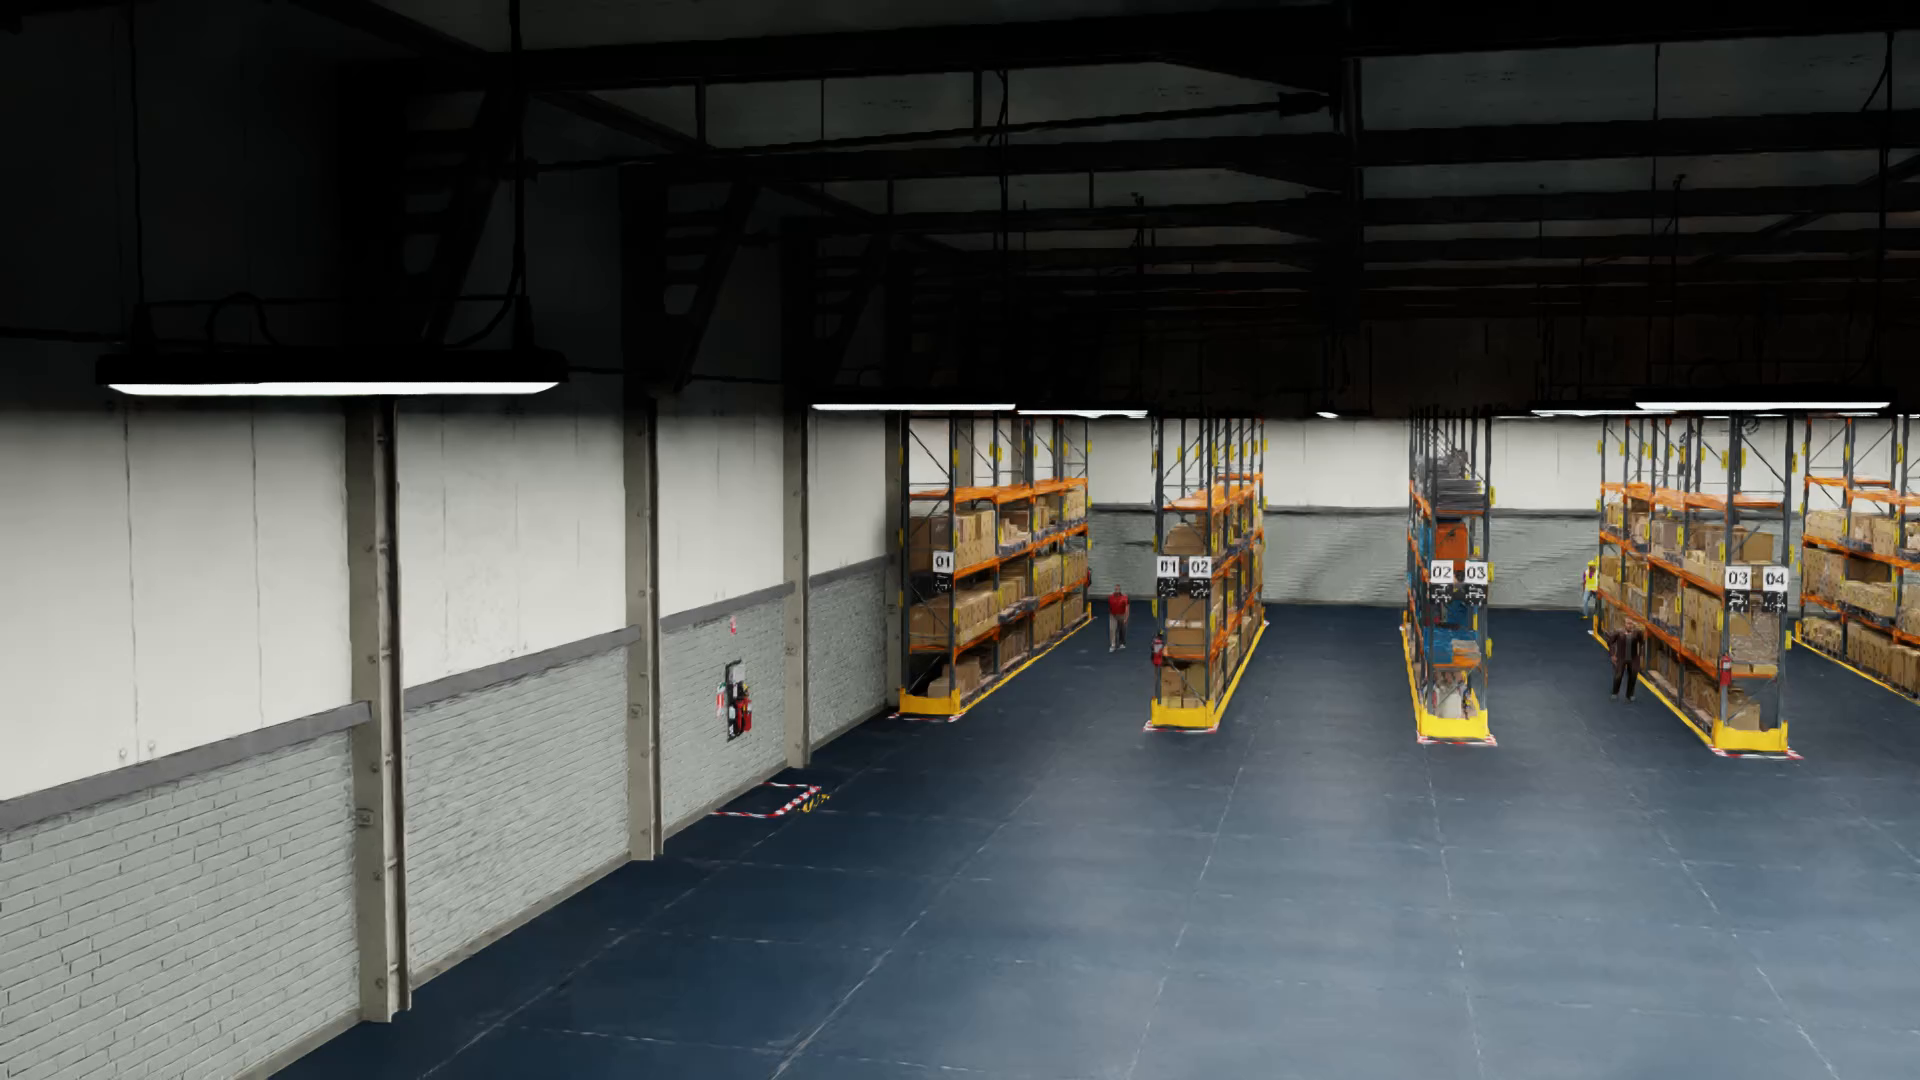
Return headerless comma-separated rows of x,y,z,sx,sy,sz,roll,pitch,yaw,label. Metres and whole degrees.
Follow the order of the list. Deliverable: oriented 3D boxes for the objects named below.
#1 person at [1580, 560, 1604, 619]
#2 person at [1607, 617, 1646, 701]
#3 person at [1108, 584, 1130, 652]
18.298,1.428,48.079,0.618,1.712,0.971,3,5,34,person
13.625,2.422,34.015,0.729,1.732,0.541,1,4,13,person
3.935,1.925,41.254,0.554,1.669,1.040,1,4,12,person
